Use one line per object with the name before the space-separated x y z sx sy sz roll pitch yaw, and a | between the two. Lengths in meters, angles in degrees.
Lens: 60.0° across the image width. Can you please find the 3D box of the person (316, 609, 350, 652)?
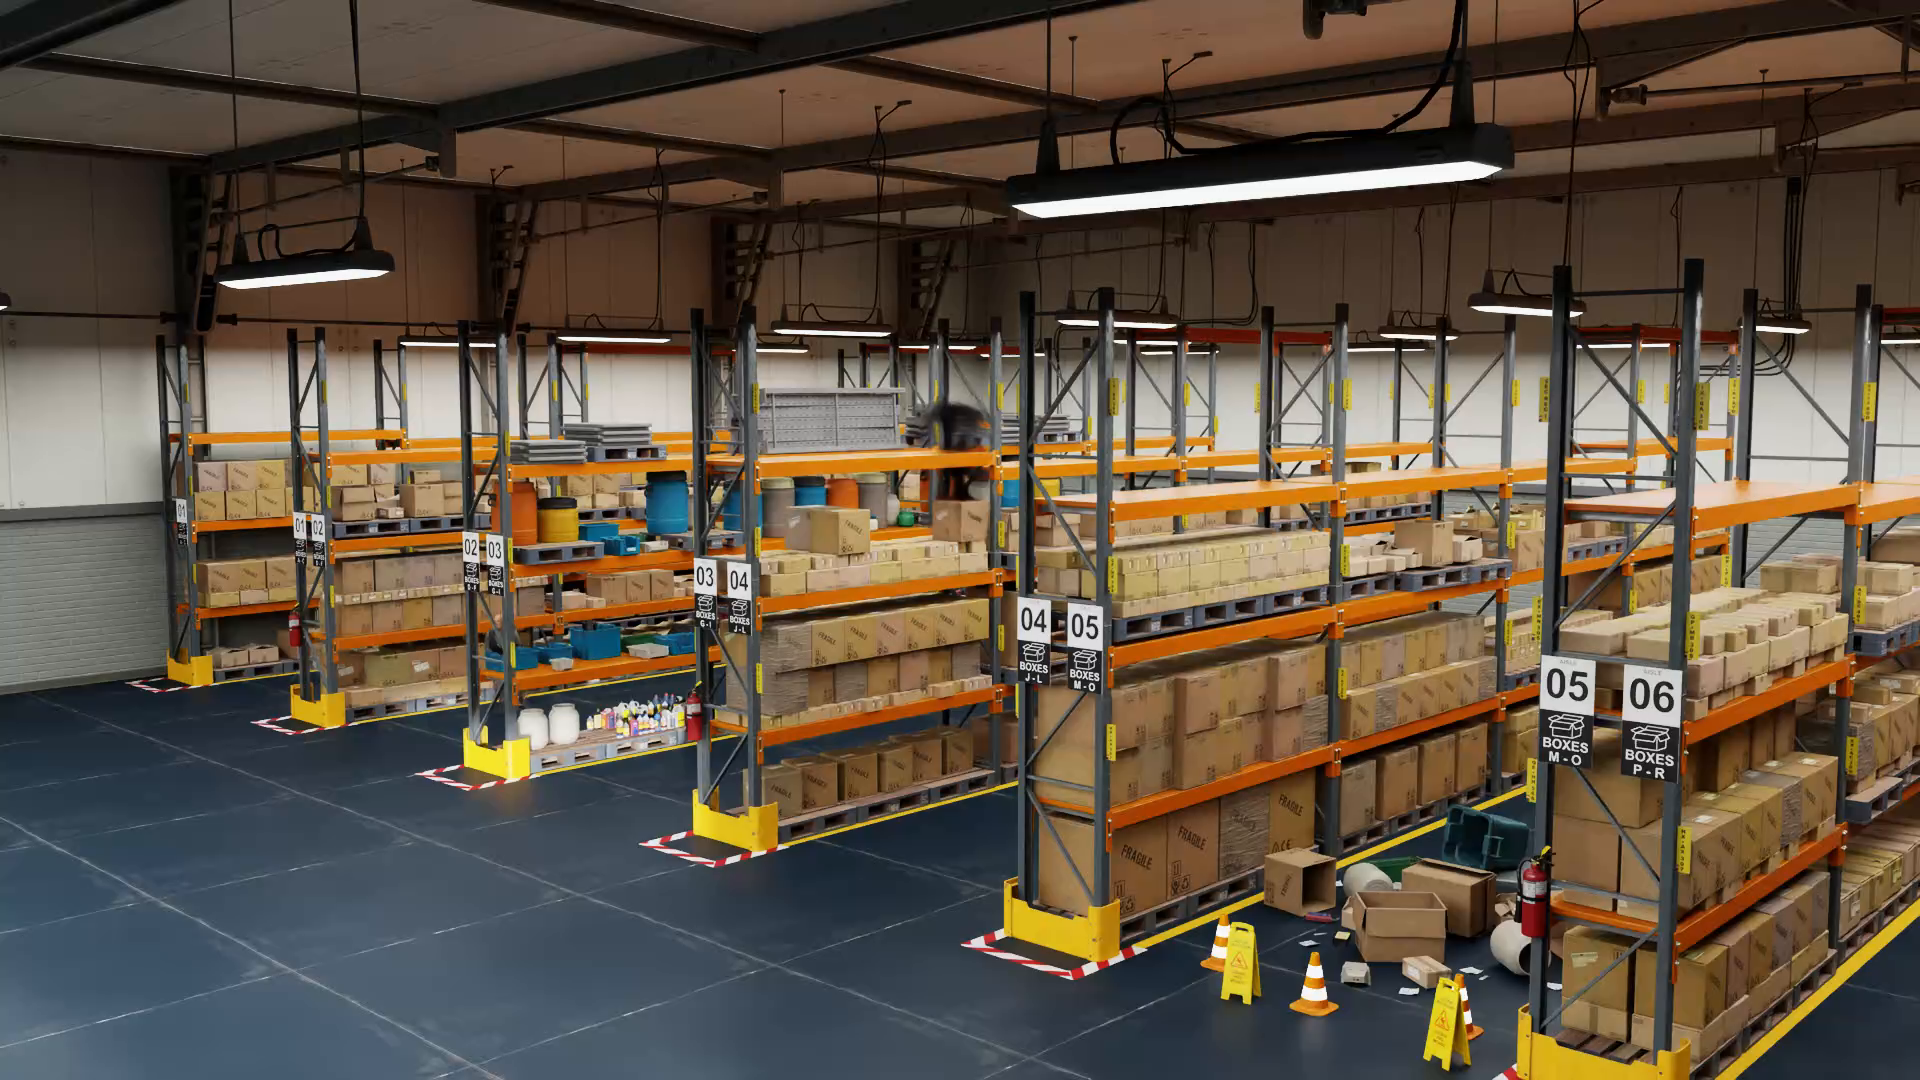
person | -10.775 1.693 28.717 0.607 1.601 0.809 -1 5 -8

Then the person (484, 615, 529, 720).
person | -7.013 1.940 25.697 0.636 1.659 0.757 -1 5 -7

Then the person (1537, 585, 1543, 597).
person | 10.583 1.545 29.995 0.701 1.612 0.657 -4 7 -39
